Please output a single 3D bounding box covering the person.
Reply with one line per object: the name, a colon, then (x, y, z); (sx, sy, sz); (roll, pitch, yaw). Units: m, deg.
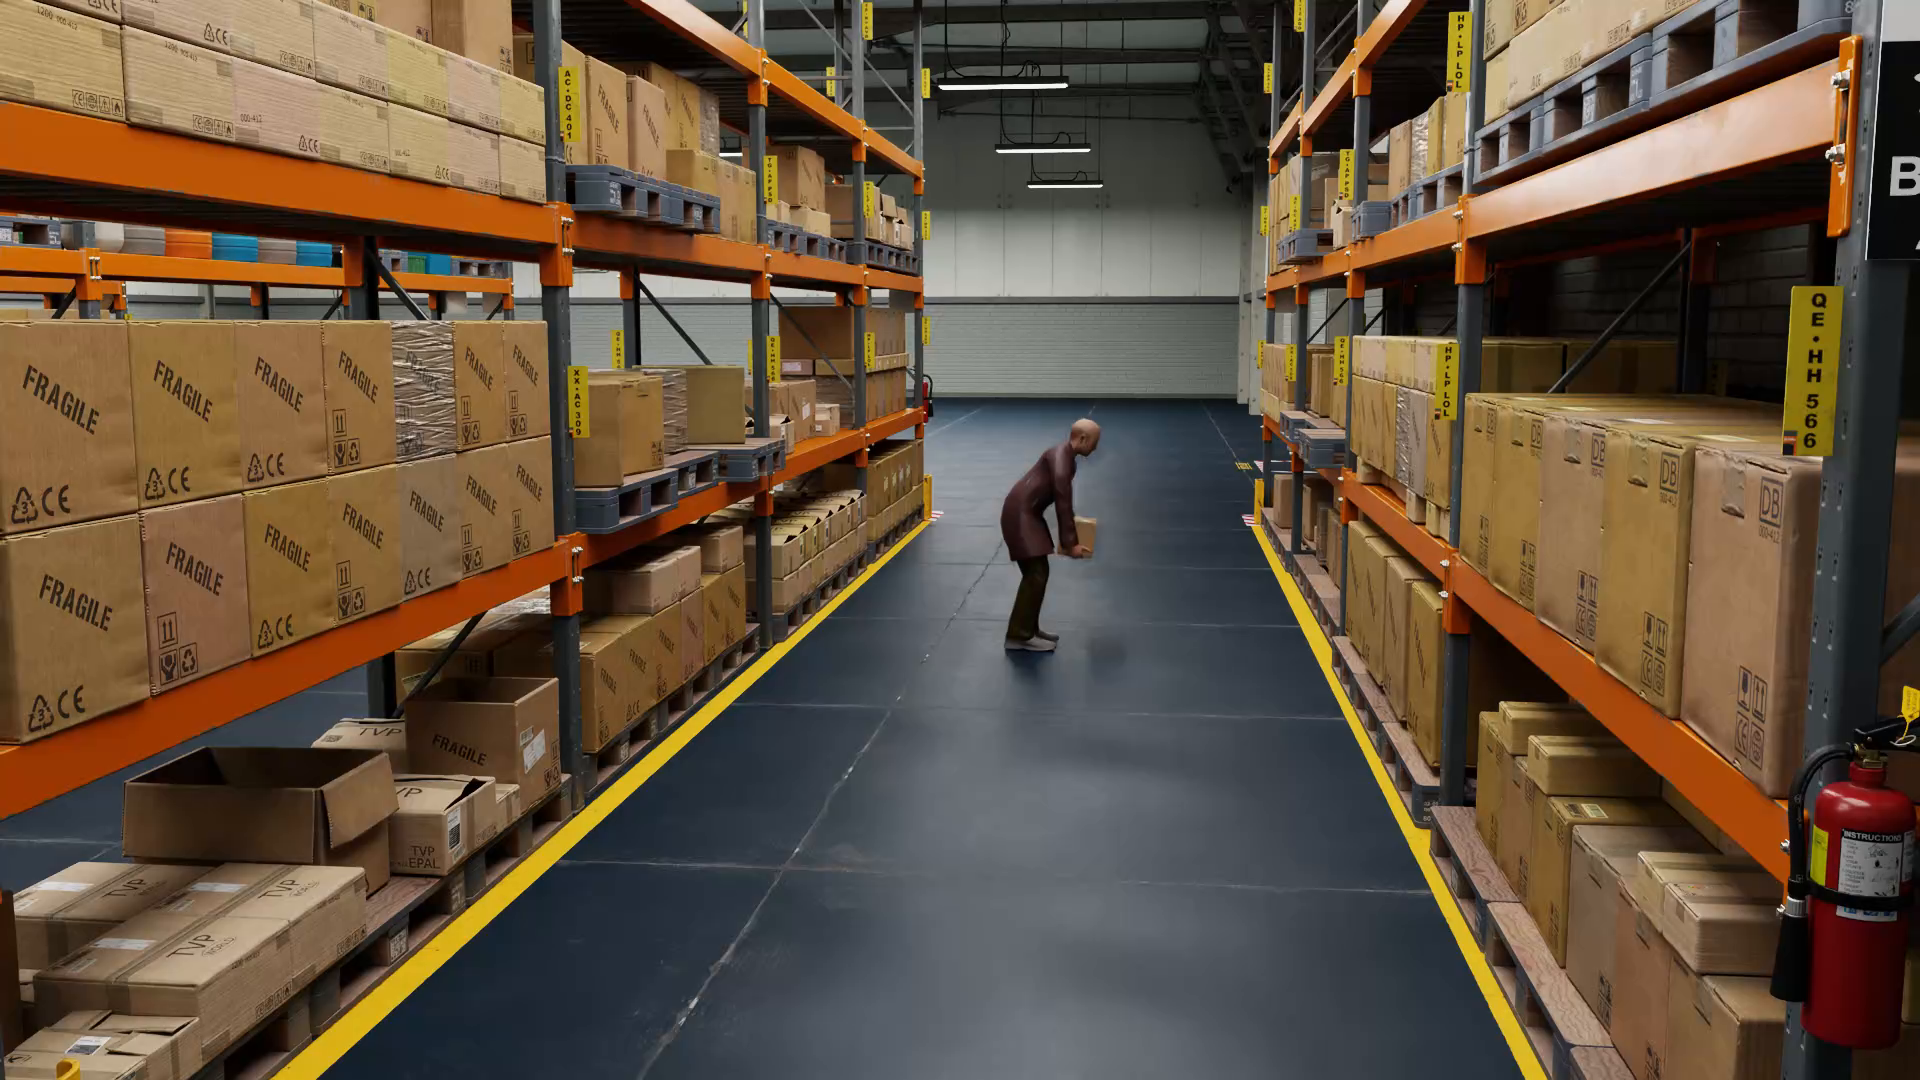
person: (0.636, -0.040, 11.758); (0.697, 1.626, 0.544); (1, 7, 5)
